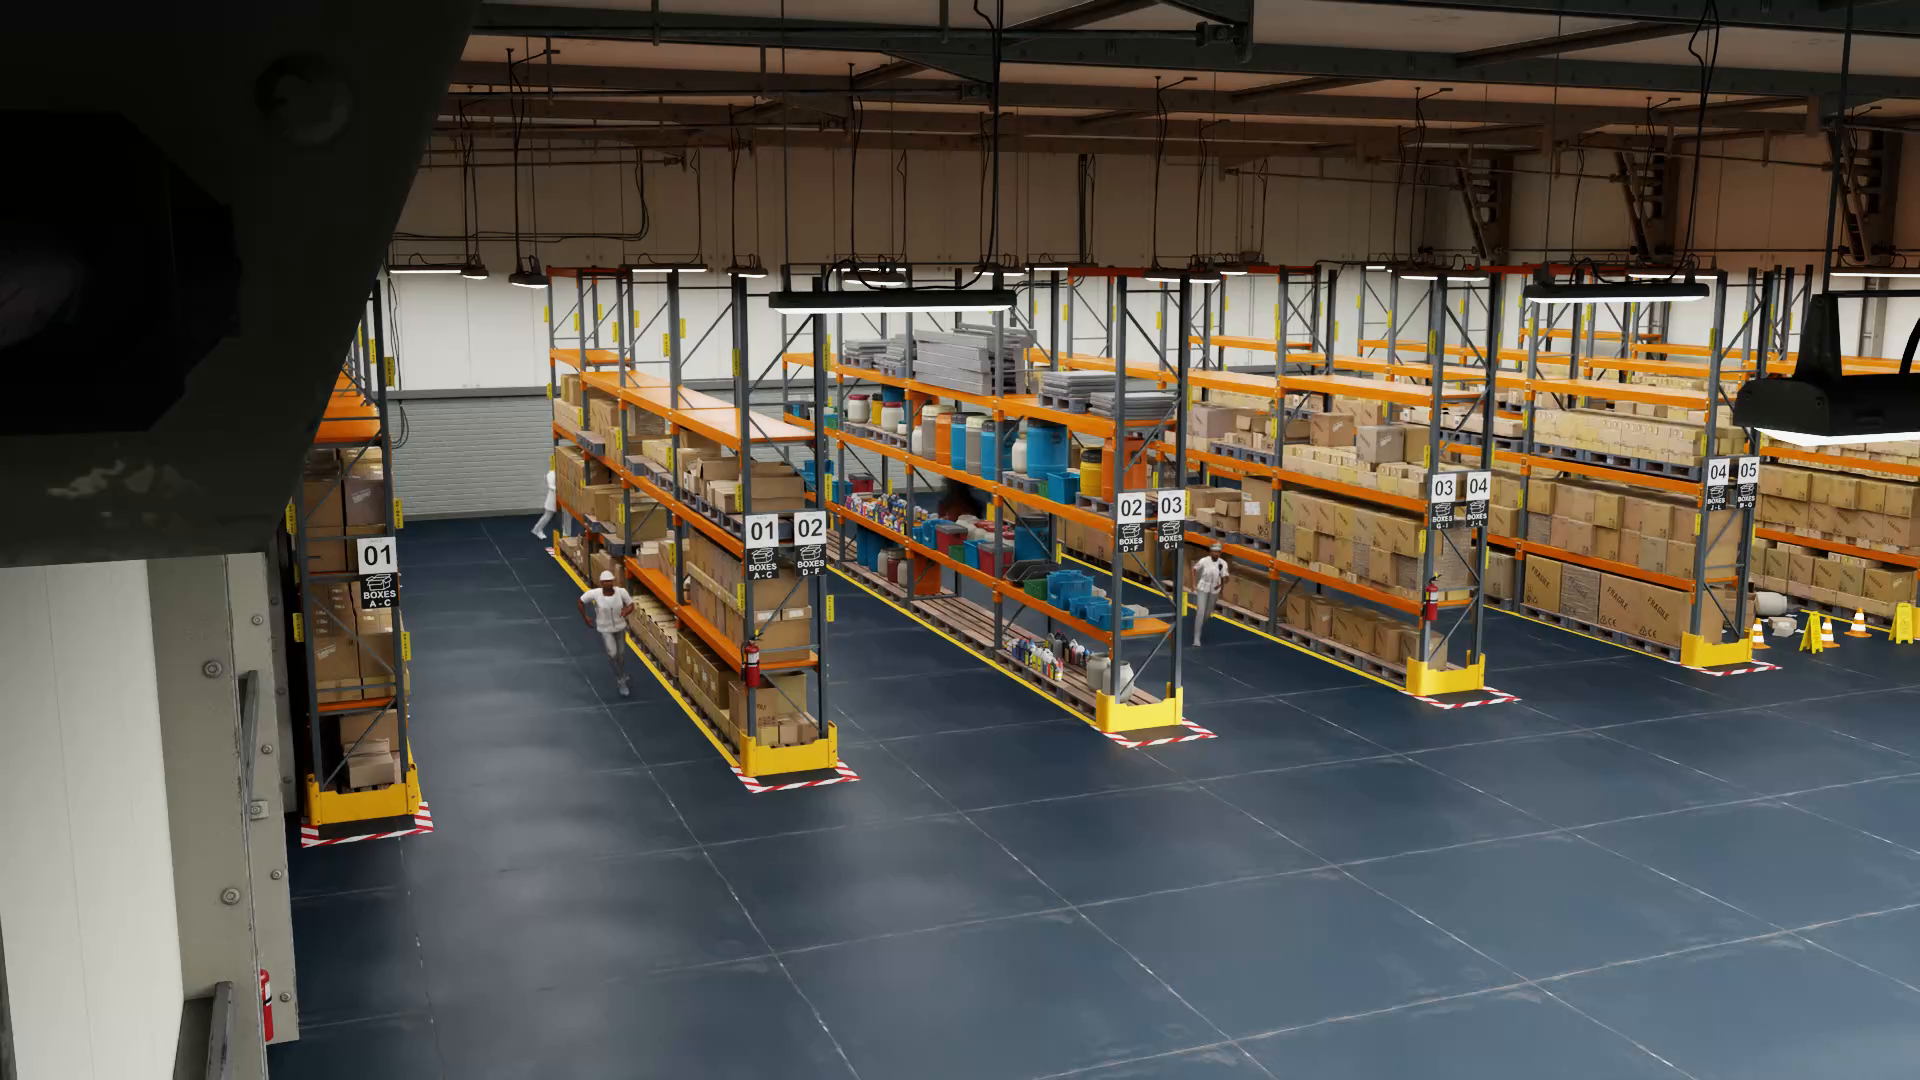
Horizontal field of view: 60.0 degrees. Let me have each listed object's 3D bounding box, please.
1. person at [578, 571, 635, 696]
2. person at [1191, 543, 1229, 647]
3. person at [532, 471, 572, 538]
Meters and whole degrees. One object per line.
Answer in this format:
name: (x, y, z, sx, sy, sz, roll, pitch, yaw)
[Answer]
person: (-5.065, 1.322, 24.016, 0.772, 1.809, 0.787, -5, 11, -27)
person: (4.066, 0.840, 27.075, 0.621, 1.650, 0.858, 0, 10, -1)
person: (-8.914, -0.870, 36.531, 0.989, 1.838, 0.731, 3, 10, 17)
